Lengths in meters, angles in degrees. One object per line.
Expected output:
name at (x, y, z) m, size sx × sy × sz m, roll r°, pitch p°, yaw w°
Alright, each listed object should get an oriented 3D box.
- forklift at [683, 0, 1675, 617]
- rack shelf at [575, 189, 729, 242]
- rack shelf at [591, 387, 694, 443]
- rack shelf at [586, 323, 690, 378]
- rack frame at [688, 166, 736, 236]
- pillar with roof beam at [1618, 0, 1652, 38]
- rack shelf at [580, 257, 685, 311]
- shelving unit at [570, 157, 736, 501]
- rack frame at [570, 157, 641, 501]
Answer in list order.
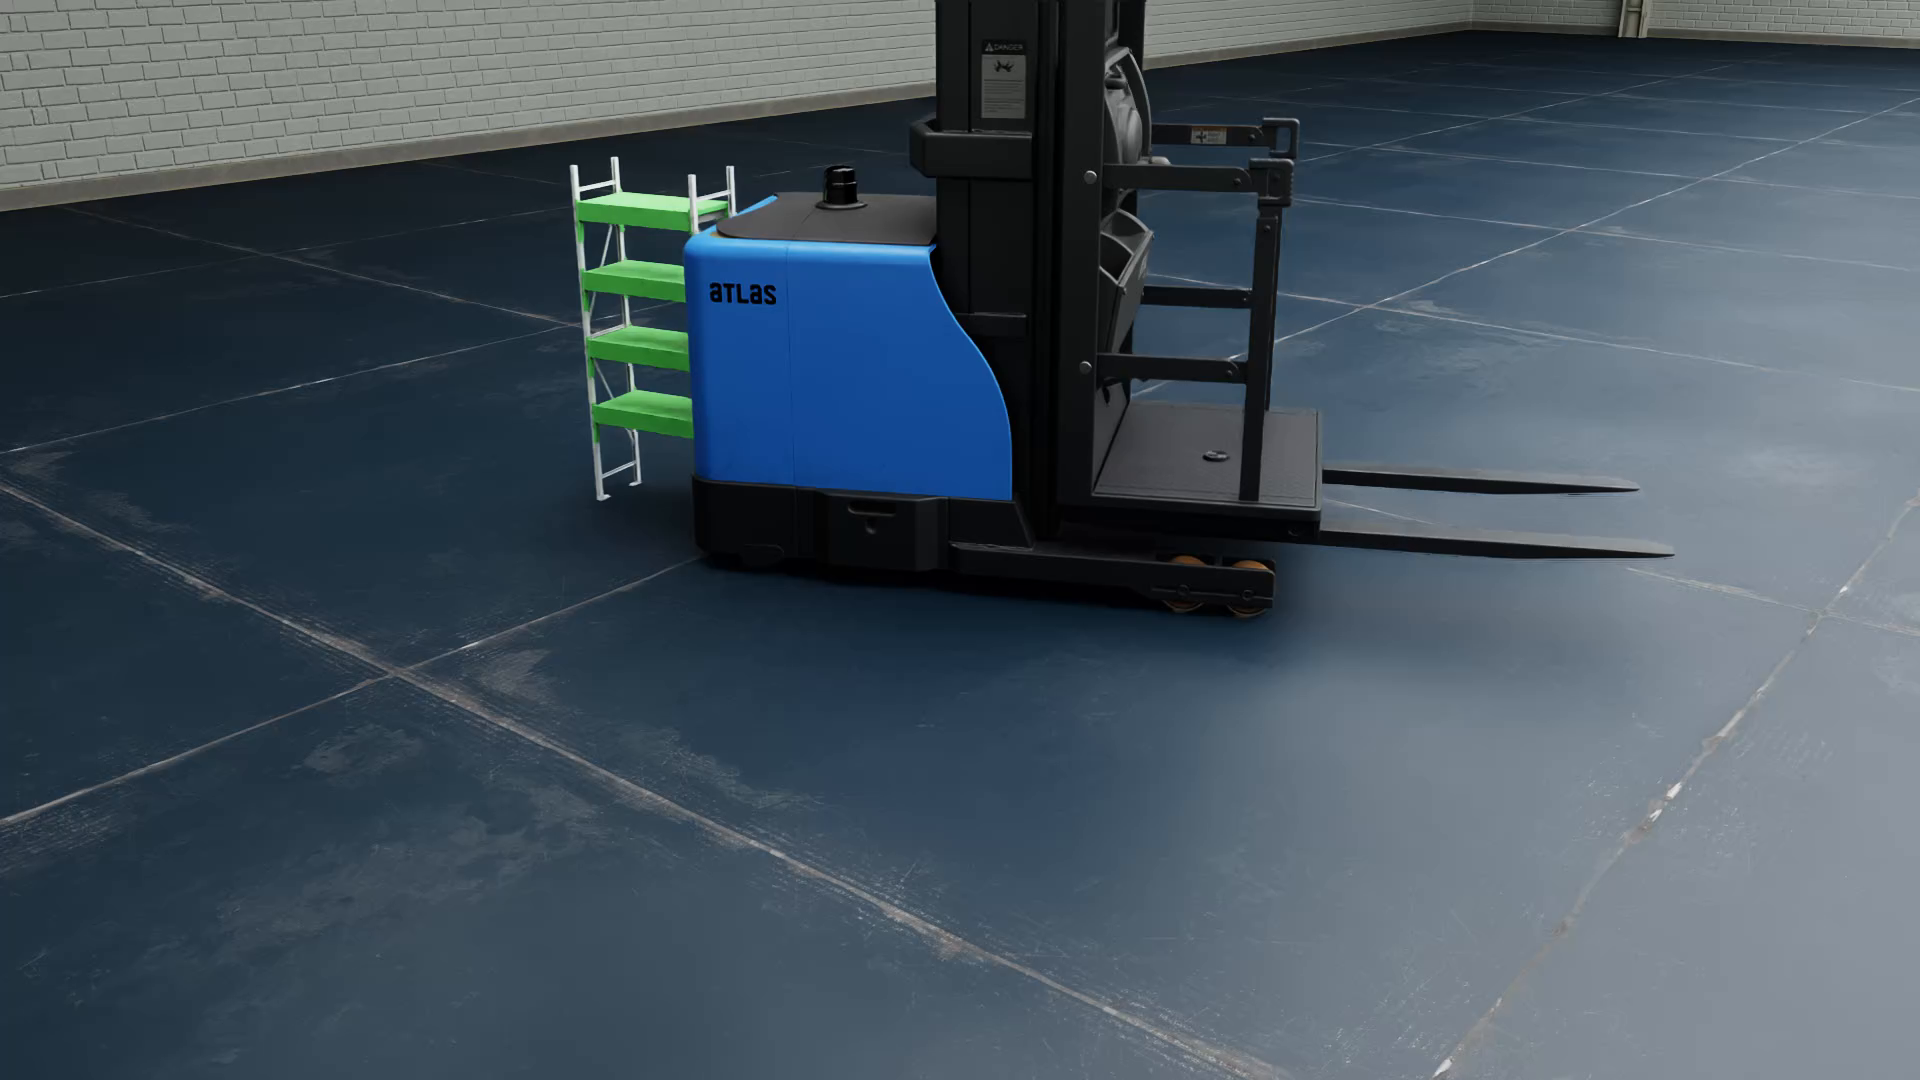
forklift at (0.703, -1.344, 5.077) m, size 3.031 × 2.935 × 1.130 m, roll 4°, pitch 21°, yaw 11°
rack shelf at (-1.042, -1.092, 5.683) m, size 0.480 × 0.148 × 0.258 m, roll 10°, pitch 23°, yaw 25°
rack shelf at (-1.042, -0.418, 5.938) m, size 0.480 × 0.148 × 0.258 m, roll 10°, pitch 23°, yaw 25°
rack shelf at (-1.042, -0.643, 5.853) m, size 0.480 × 0.148 × 0.258 m, roll 10°, pitch 23°, yaw 25°
rack frame at (-0.825, -0.663, 5.726) m, size 0.015 × 1.200 × 0.240 m, roll 10°, pitch 23°, yaw 25°
pillar with roof beam at (8.864, -11.701, 23.945) m, size 0.400 × 9.000 × 9.100 m, roll 16°, pitch 26°, yaw 36°
rack shelf at (-1.042, -0.867, 5.768) m, size 0.480 × 0.148 × 0.258 m, roll 10°, pitch 23°, yaw 25°
shelving unit at (-1.042, -0.702, 5.830) m, size 0.503 × 1.200 × 0.258 m, roll 10°, pitch 23°, yaw 25°
rack frame at (-1.259, -0.742, 5.935) m, size 0.015 × 1.200 × 0.240 m, roll 10°, pitch 23°, yaw 25°
